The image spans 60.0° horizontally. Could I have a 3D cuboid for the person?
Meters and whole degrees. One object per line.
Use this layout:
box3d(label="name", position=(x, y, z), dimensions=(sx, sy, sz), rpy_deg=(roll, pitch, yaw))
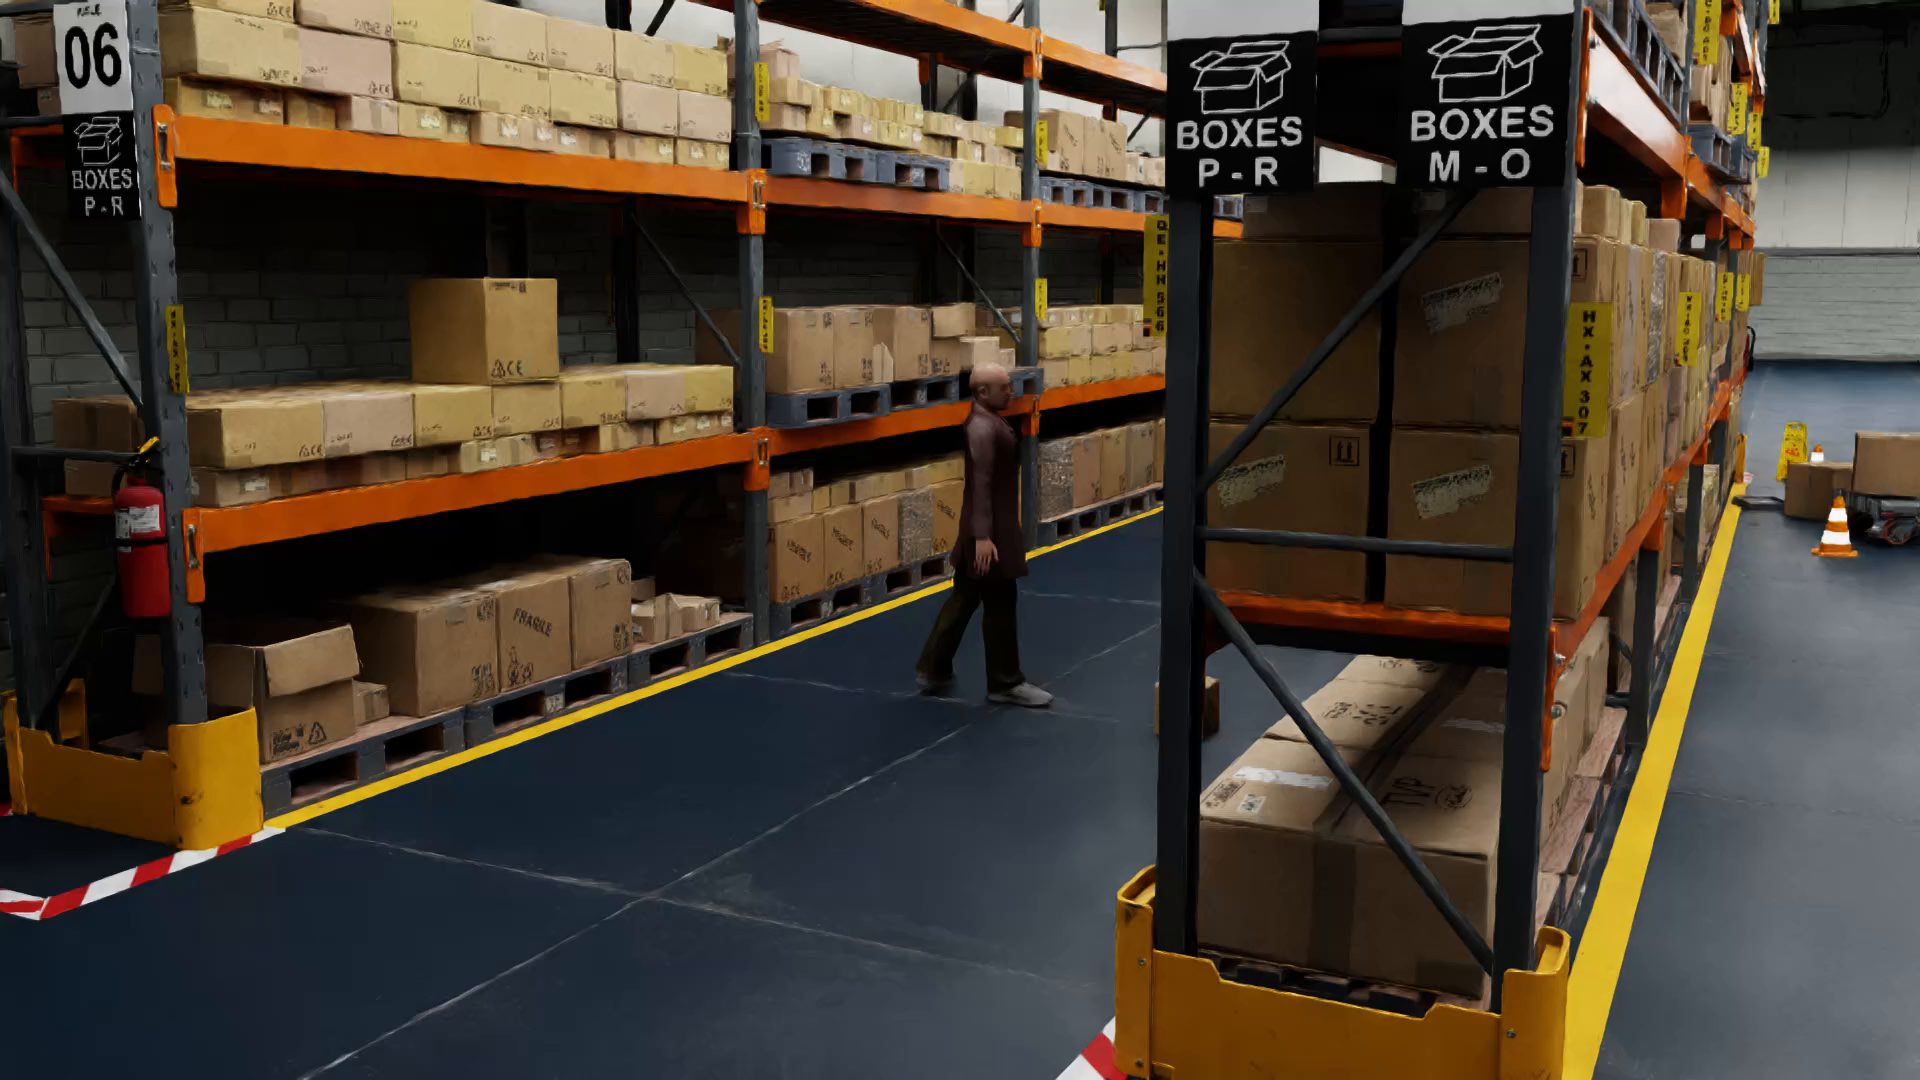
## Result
box3d(label="person", position=(0.120, -0.035, 8.623), dimensions=(0.707, 1.774, 0.775), rpy_deg=(-1, 9, -3))
